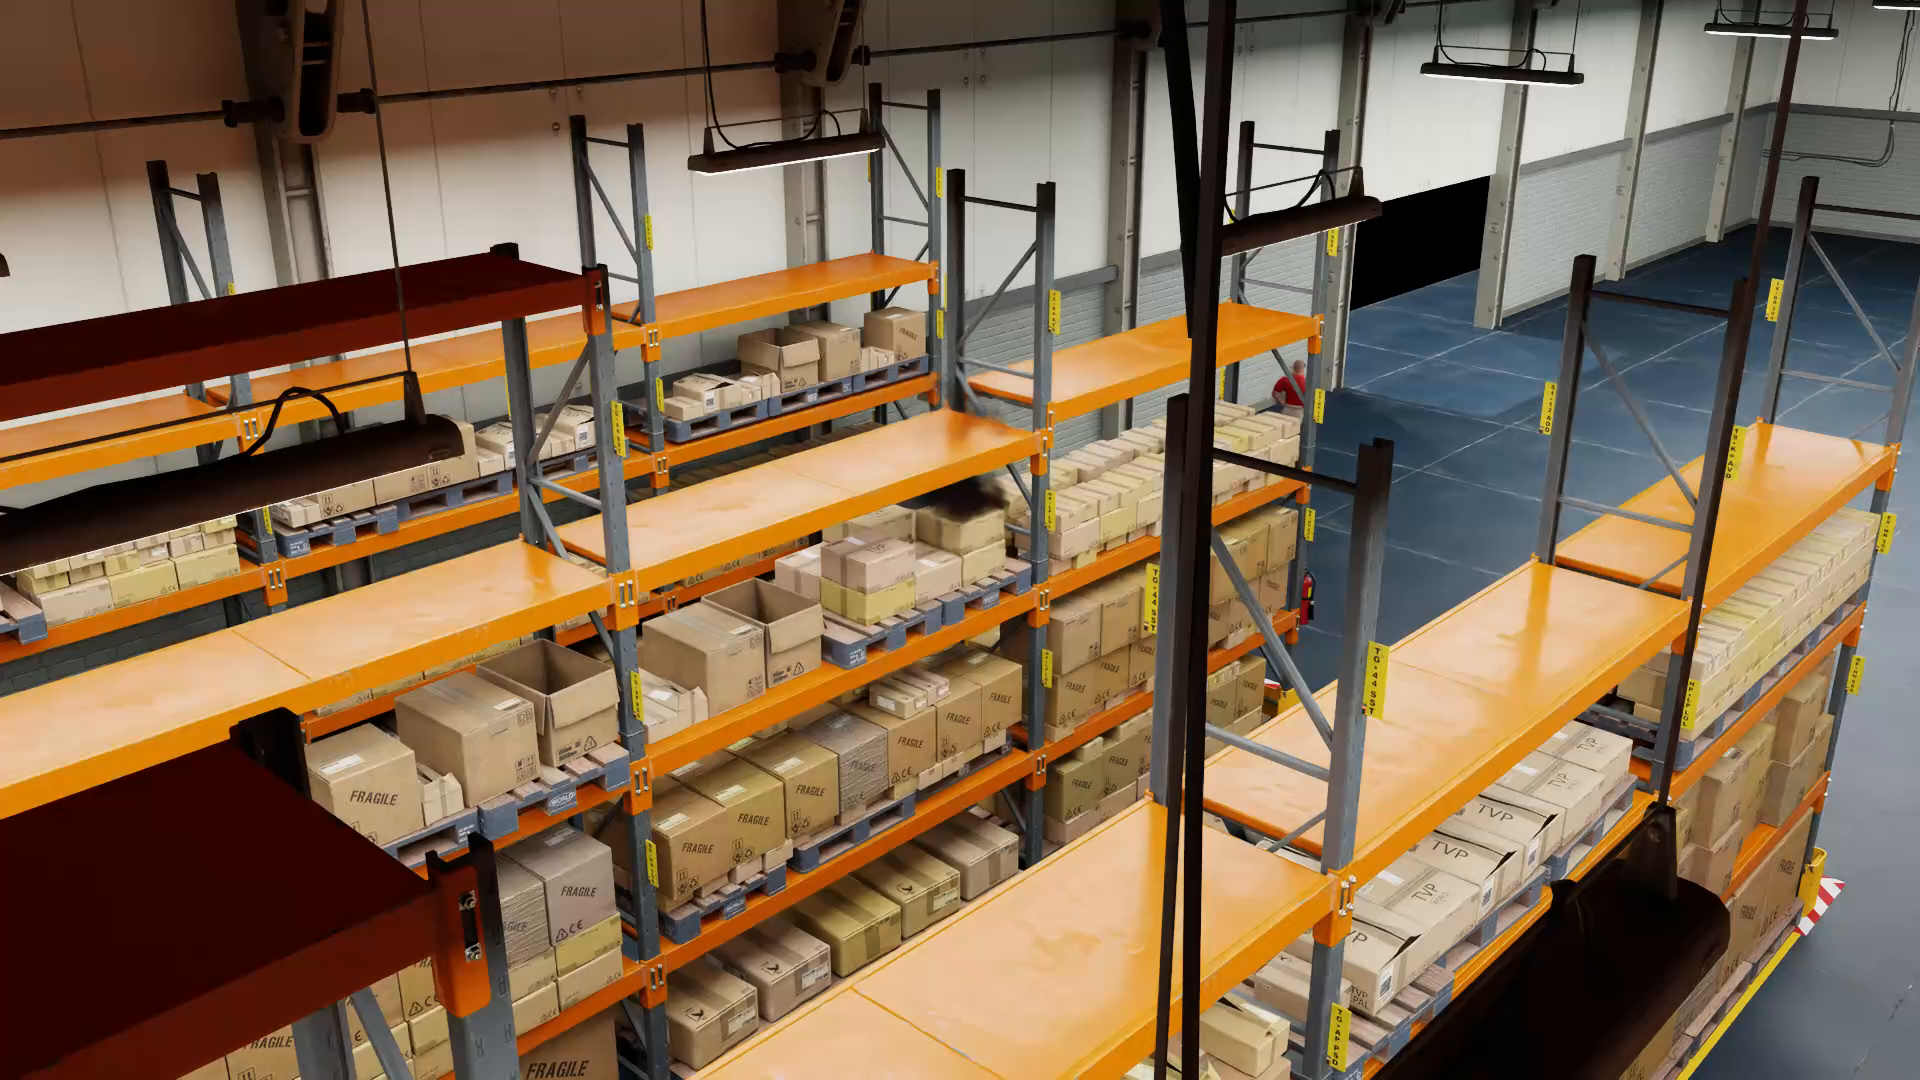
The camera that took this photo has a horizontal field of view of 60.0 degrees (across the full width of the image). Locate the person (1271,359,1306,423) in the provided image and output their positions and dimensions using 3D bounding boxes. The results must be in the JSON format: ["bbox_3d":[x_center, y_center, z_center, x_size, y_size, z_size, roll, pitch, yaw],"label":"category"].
[{"bbox_3d":[4.972,-1.862,24.471,0.633,1.680,0.592,14,25,32],"label":"person"}]
